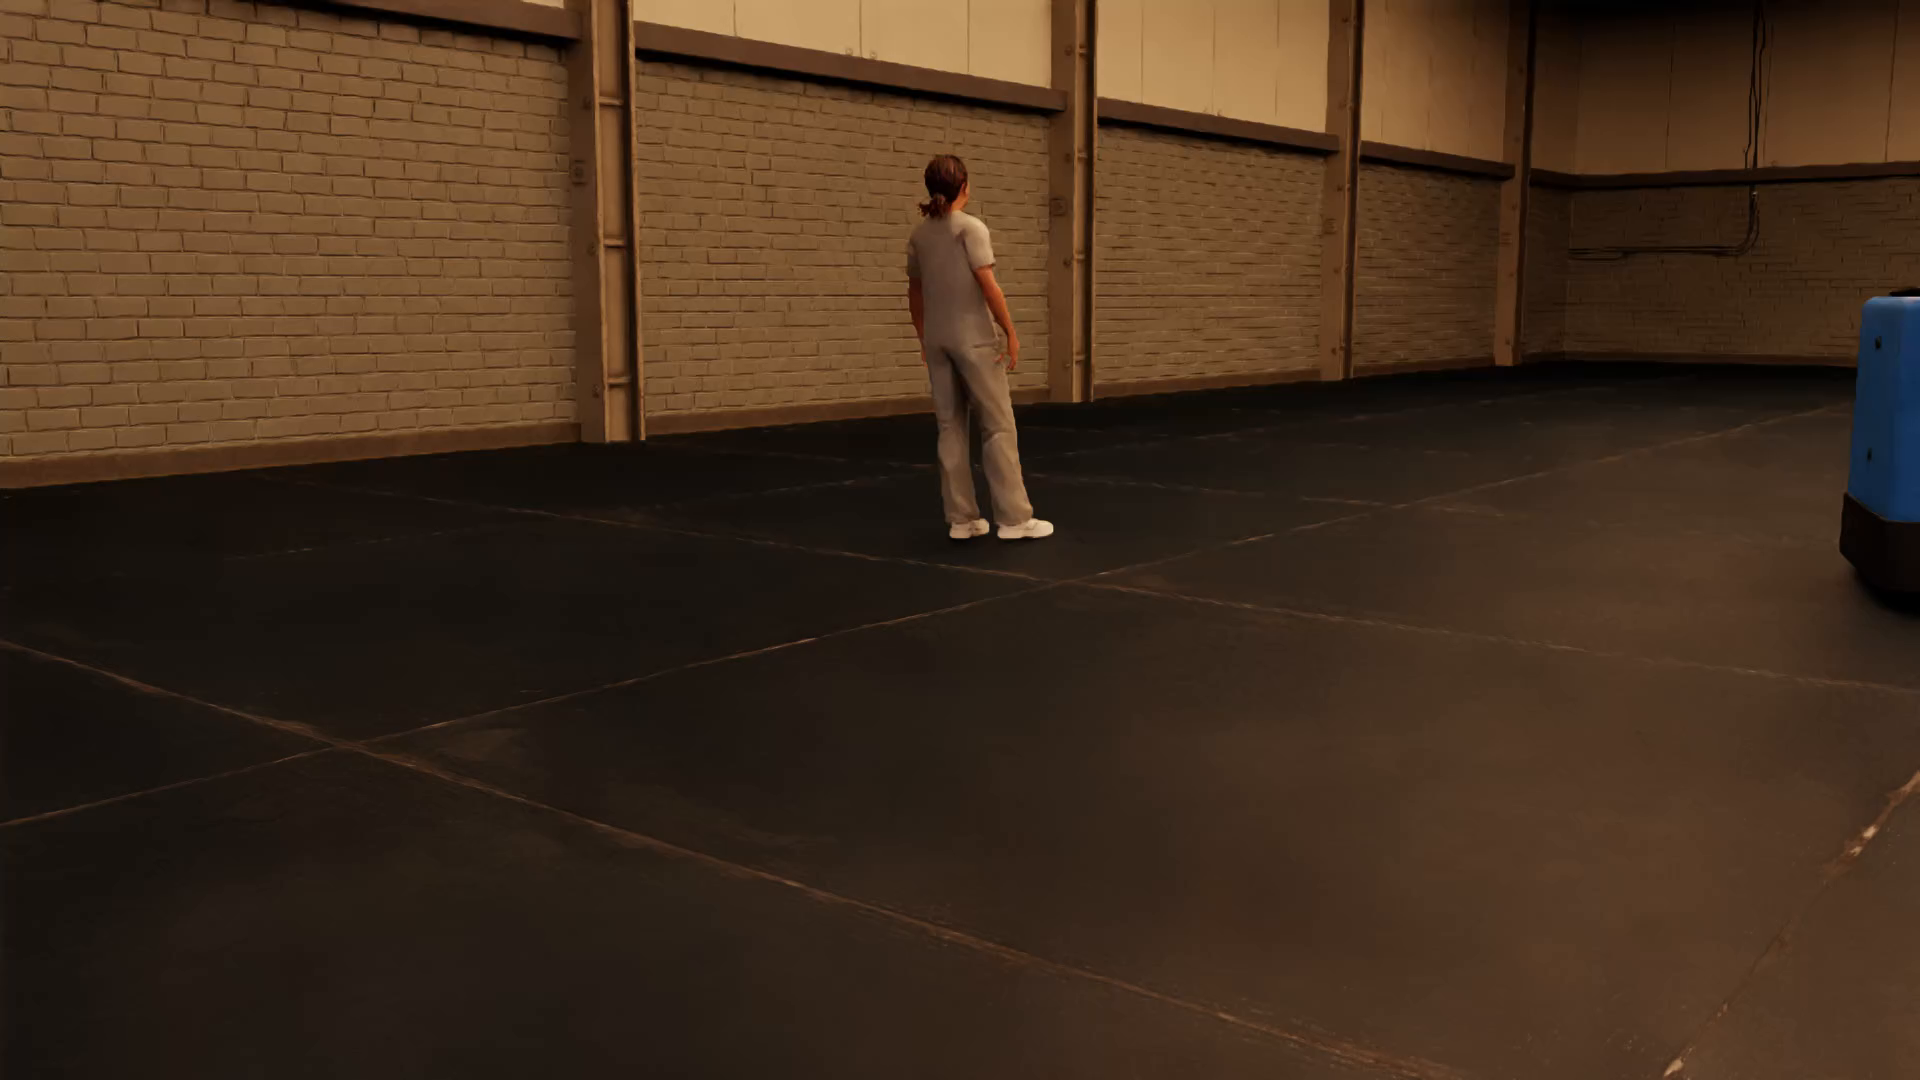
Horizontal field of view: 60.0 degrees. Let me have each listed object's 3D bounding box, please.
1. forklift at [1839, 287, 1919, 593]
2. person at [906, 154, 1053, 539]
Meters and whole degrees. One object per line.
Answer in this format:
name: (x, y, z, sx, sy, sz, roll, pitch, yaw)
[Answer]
forklift: (4.758, -1.198, 5.472, 3.031, 2.935, 1.130, 3, 9, 20)
person: (0.057, -0.843, 7.331, 0.550, 1.674, 0.548, 7, 11, 38)
